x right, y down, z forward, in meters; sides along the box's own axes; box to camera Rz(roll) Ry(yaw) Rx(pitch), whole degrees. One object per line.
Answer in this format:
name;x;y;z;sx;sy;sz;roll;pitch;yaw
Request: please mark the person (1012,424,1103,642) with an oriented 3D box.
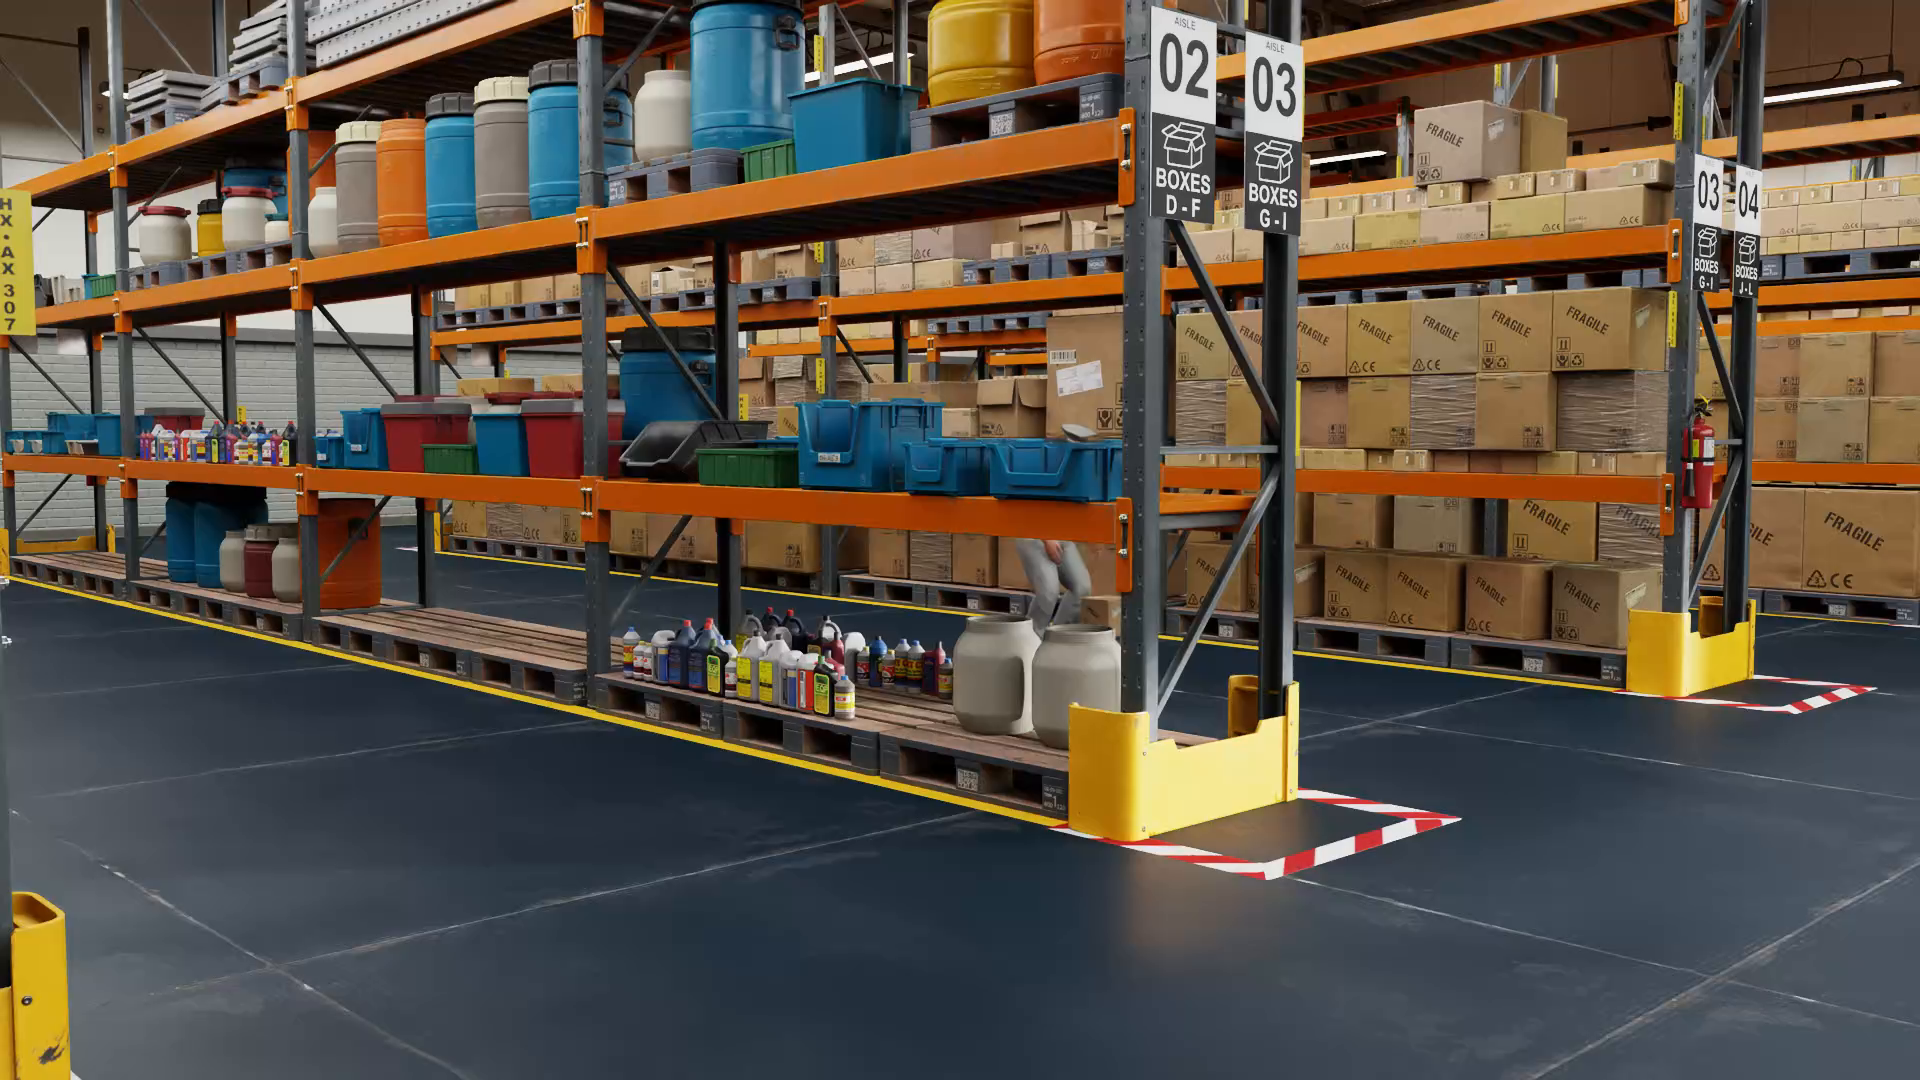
person;0.688;0.007;11.601;0.575;1.633;0.609;-4;5;-43
